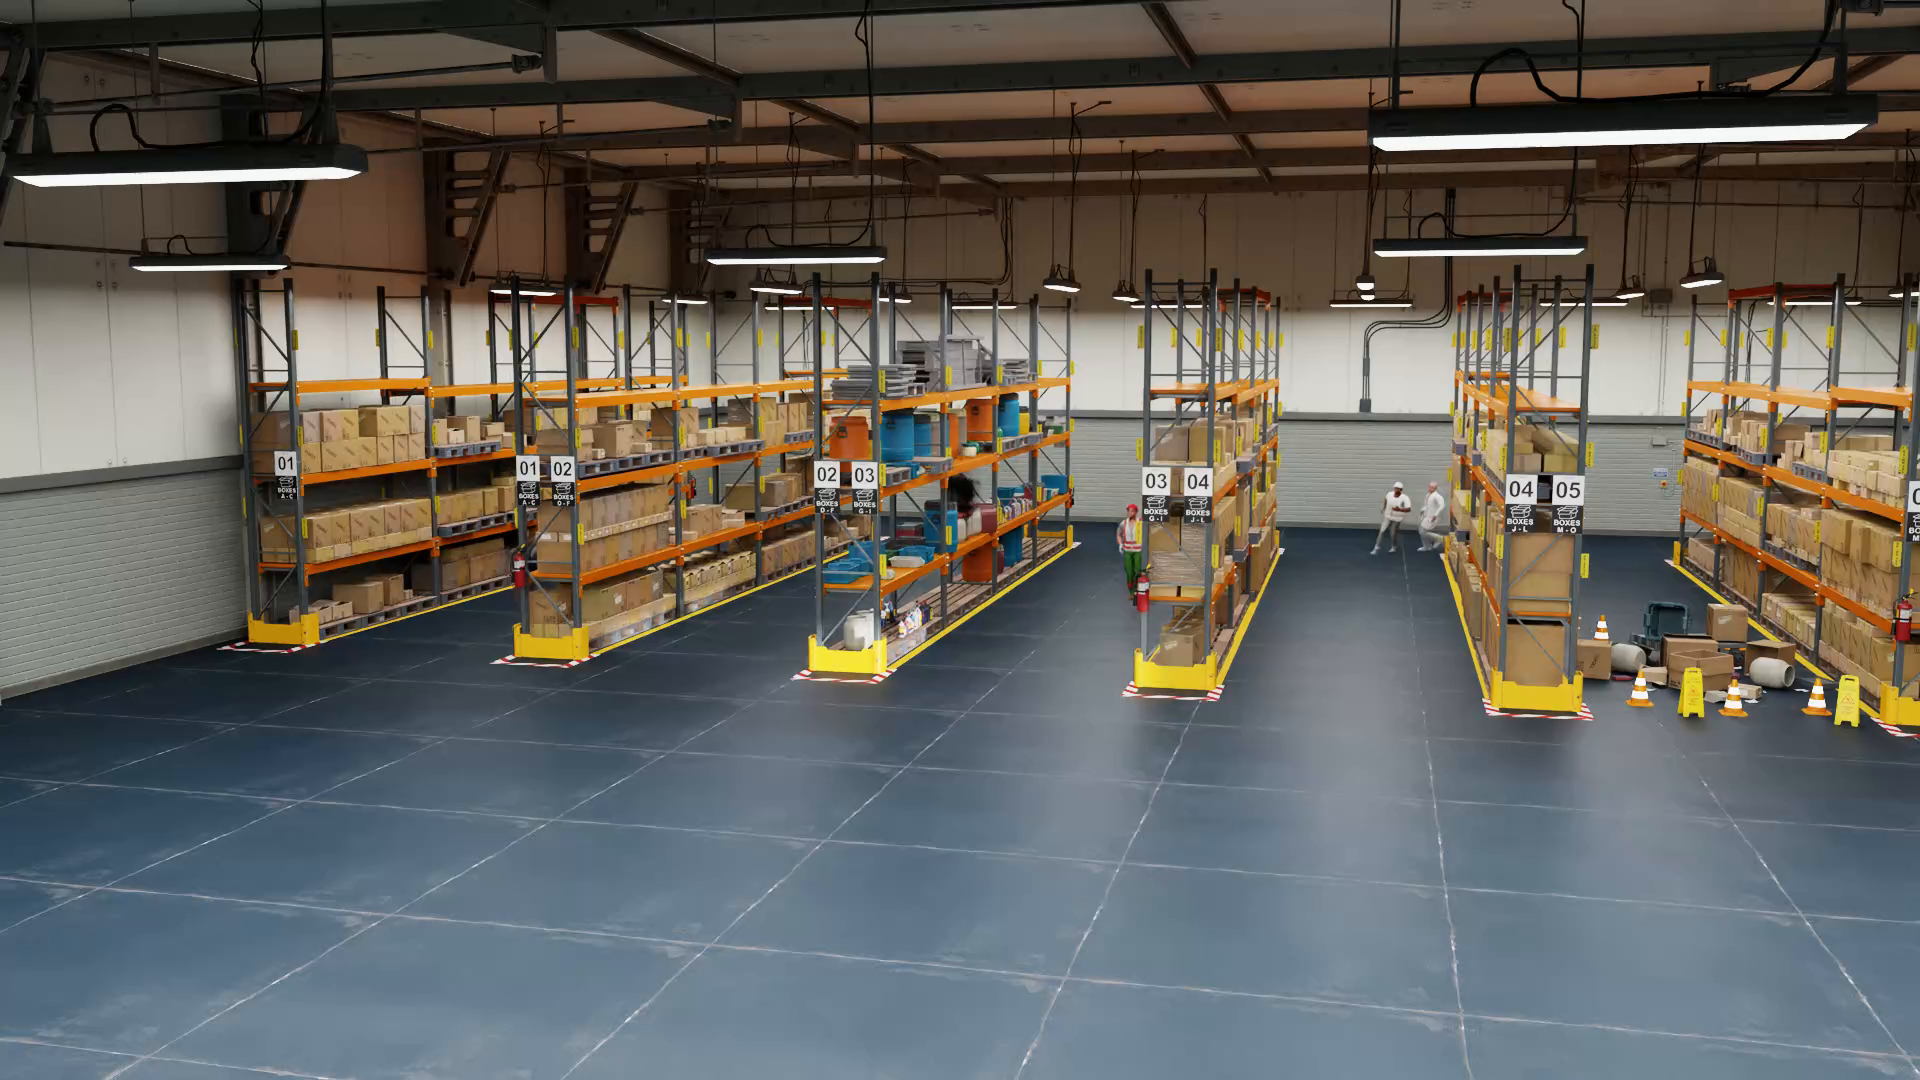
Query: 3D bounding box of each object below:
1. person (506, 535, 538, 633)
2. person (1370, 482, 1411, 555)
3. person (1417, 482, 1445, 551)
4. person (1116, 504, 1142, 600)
[{"bbox_3d":[-7.532,0.720,28.728,0.676,1.689,0.971,2,7,13],"label":"person"},{"bbox_3d":[10.043,-0.506,38.480,0.784,1.700,0.986,5,9,37],"label":"person"},{"bbox_3d":[11.207,-0.536,39.388,0.599,1.679,0.811,-1,7,-4],"label":"person"},{"bbox_3d":[3.153,0.219,30.282,0.661,1.757,0.504,2,7,16],"label":"person"}]
